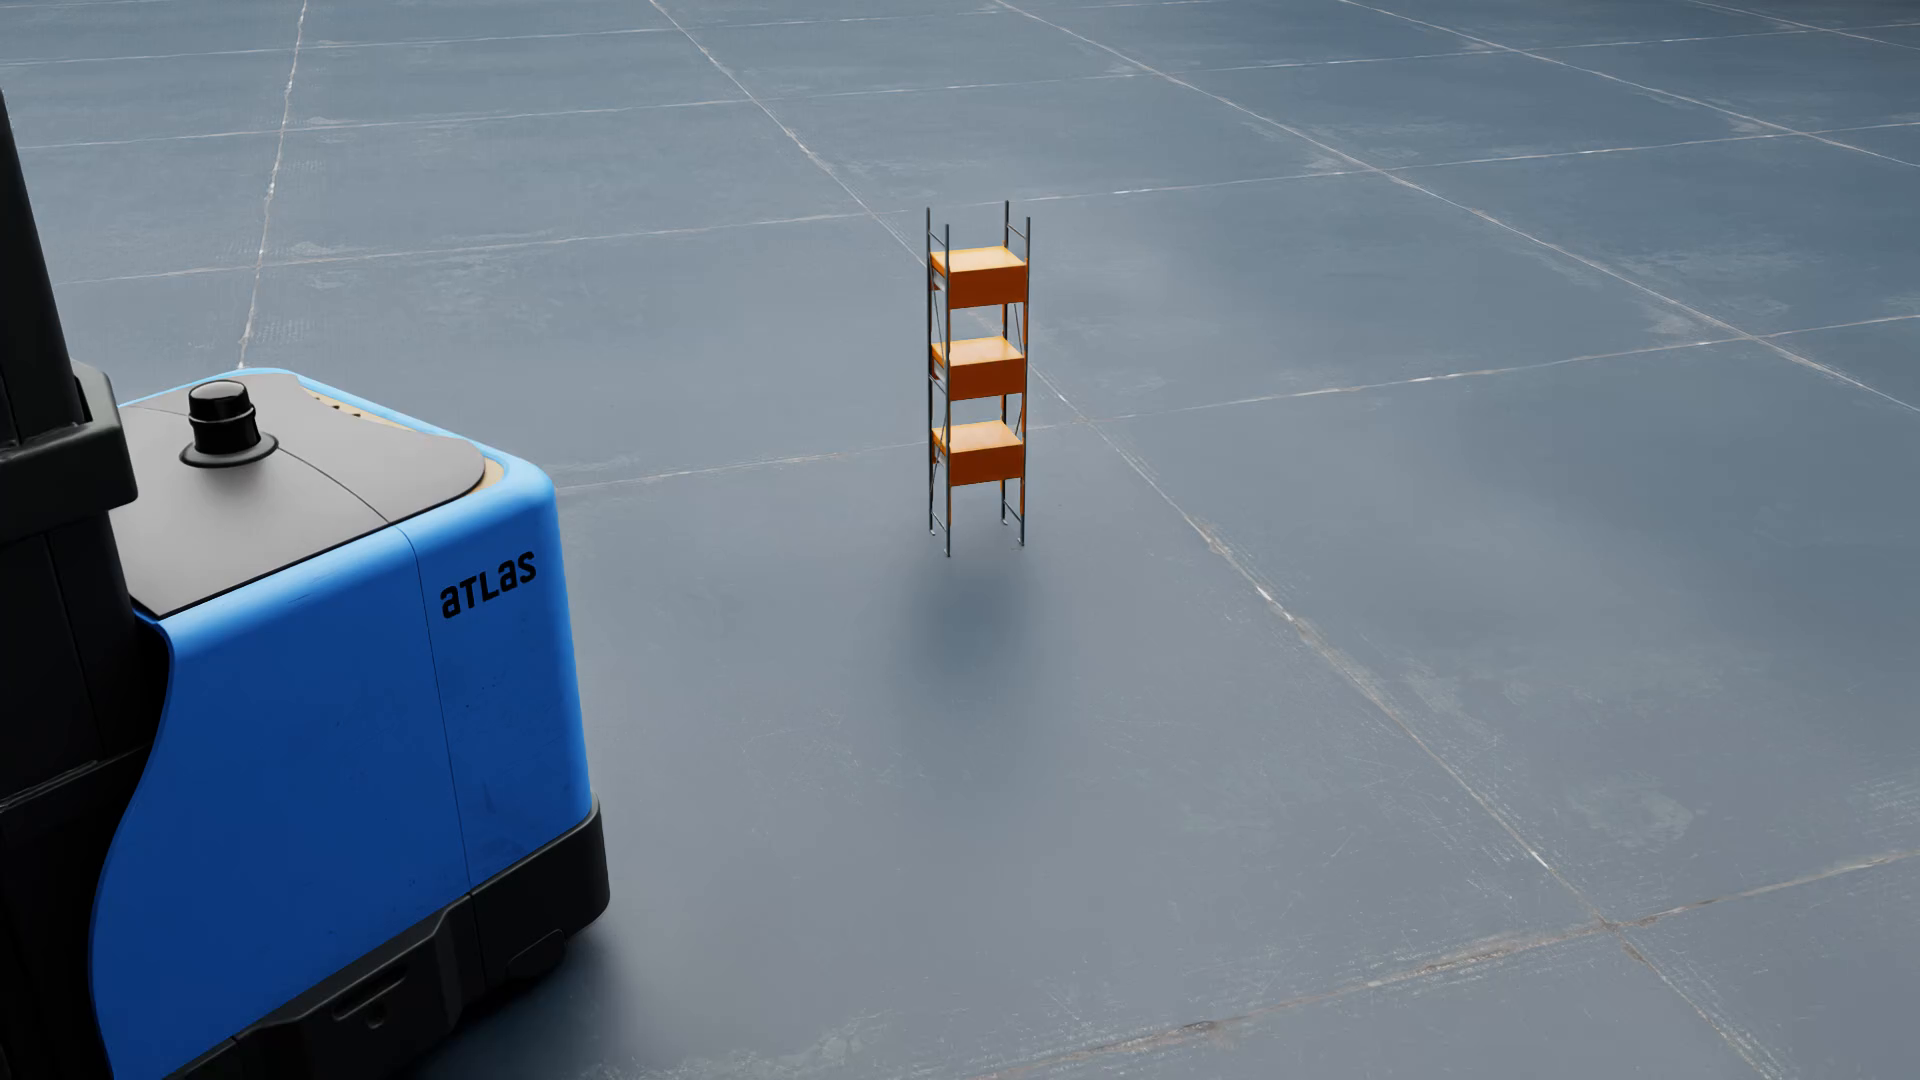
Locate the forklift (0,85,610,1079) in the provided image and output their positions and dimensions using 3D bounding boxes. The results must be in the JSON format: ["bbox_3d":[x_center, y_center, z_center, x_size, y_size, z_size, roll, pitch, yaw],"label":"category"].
[{"bbox_3d":[-2.044,-0.097,2.149,1.130,2.935,3.031,19,32,33],"label":"forklift"}]

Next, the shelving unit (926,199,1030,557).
[{"bbox_3d":[0.051,-0.478,5.031,0.252,1.050,0.215,-8,28,-16],"label":"shelving unit"}]

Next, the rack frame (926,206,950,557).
[{"bbox_3d":[-0.065,-0.461,4.998,0.008,1.050,0.200,-8,28,-16],"label":"rack frame"}]

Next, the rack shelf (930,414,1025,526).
[{"bbox_3d":[0.051,-0.219,5.160,0.240,0.259,0.215,-8,28,-16],"label":"rack shelf"}]

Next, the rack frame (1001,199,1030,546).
[{"bbox_3d":[0.167,-0.494,5.065,0.008,1.050,0.200,-8,28,-16],"label":"rack frame"}]

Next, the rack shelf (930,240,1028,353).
[{"bbox_3d":[0.051,-0.722,4.910,0.240,0.259,0.215,-8,28,-16],"label":"rack shelf"}]

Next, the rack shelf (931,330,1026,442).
[{"bbox_3d":[0.051,-0.468,5.036,0.240,0.259,0.215,-8,28,-16],"label":"rack shelf"}]
